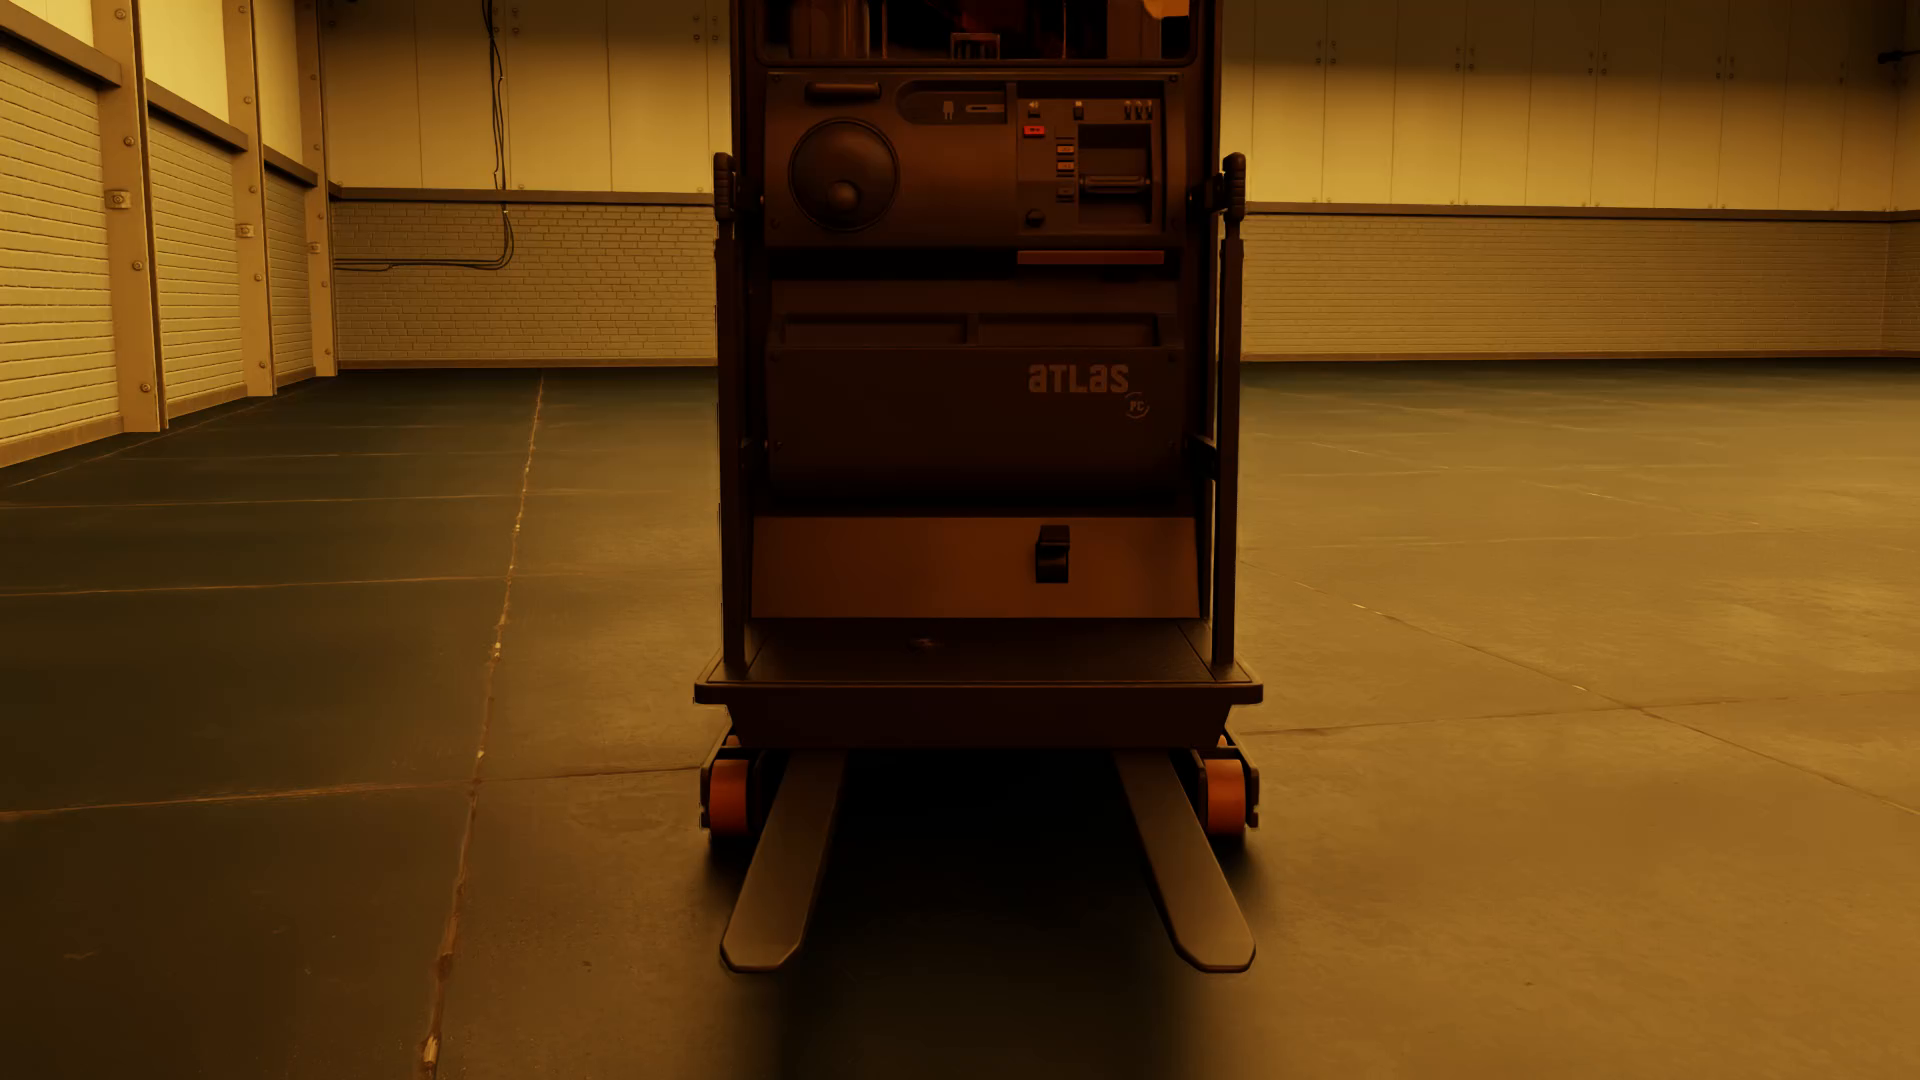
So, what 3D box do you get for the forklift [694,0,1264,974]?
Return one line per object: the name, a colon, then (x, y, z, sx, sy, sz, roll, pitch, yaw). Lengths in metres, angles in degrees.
forklift: (0.036, -0.887, 3.475, 1.130, 2.935, 3.031, 0, 8, 0)
